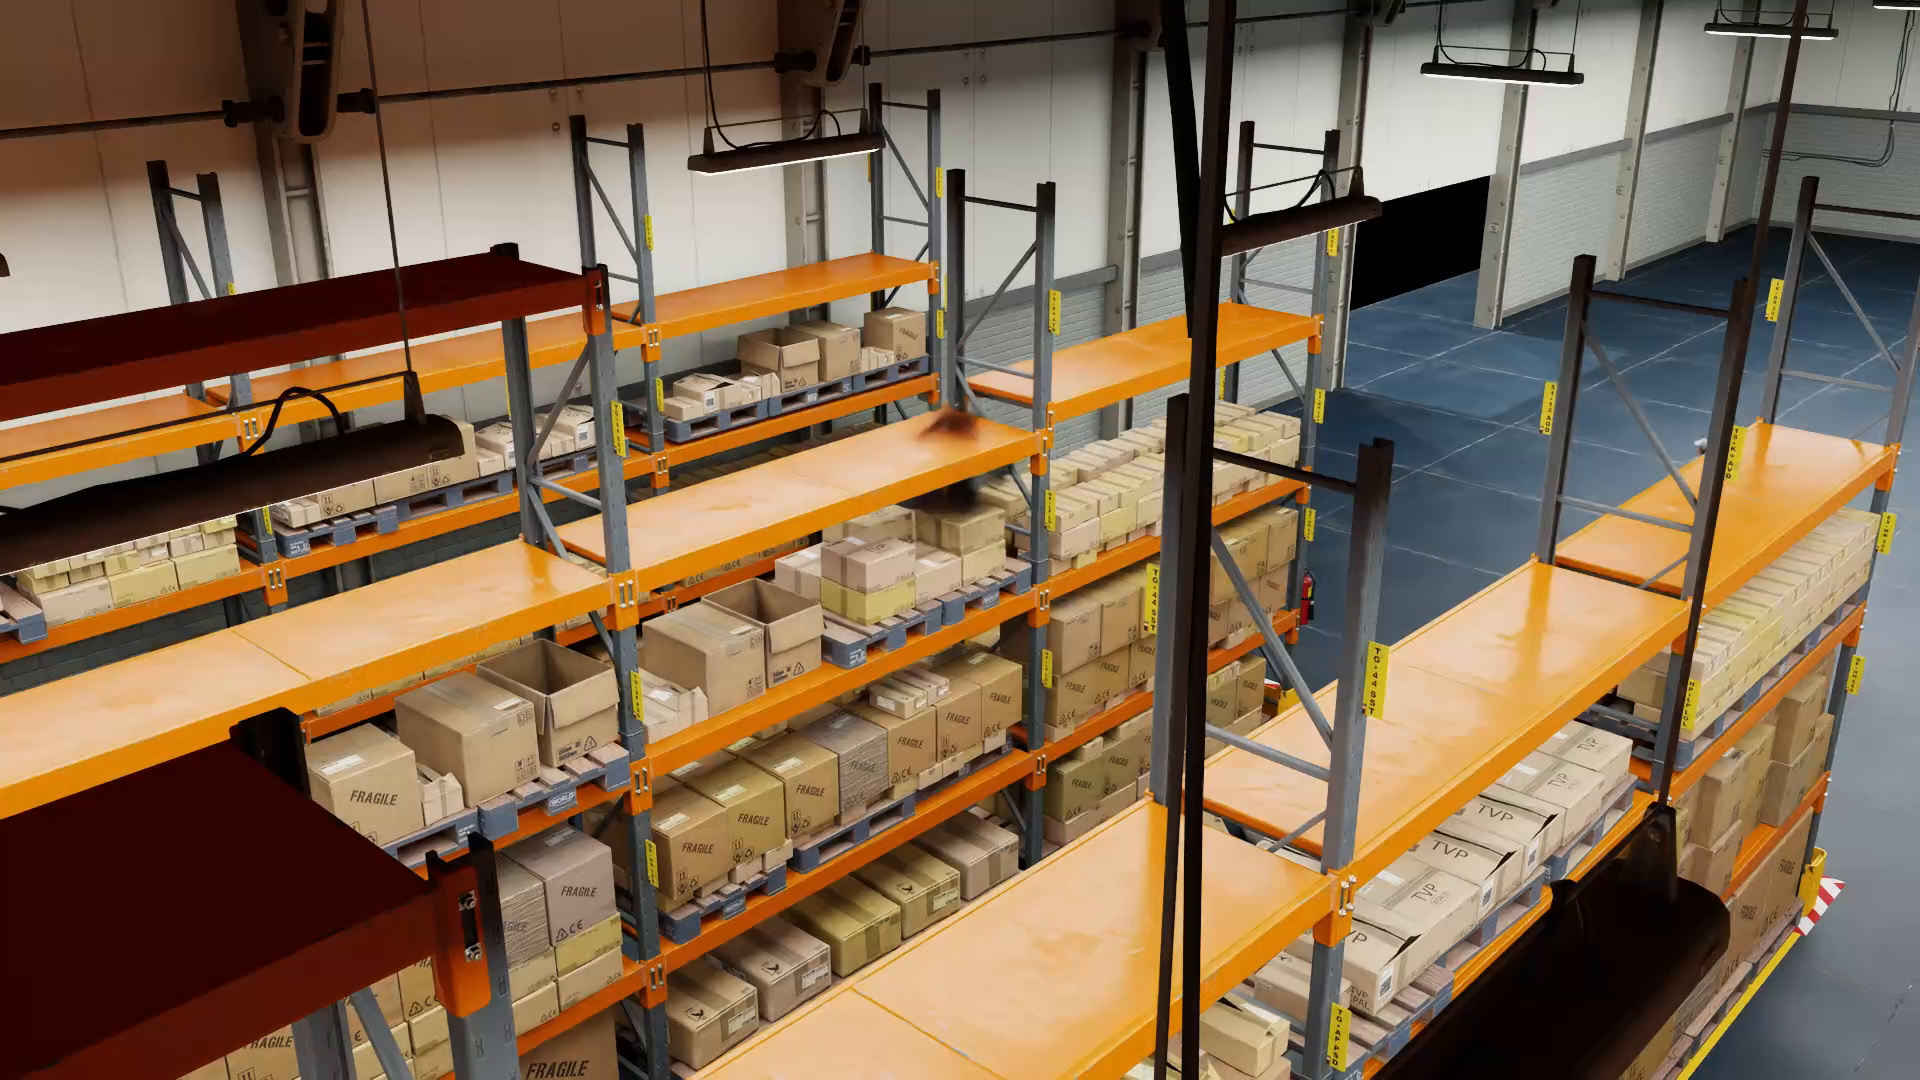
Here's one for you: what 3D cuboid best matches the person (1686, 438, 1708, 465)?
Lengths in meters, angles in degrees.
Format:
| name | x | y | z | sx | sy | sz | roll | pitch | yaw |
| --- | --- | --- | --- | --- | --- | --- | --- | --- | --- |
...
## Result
| name | x | y | z | sx | sy | sz | roll | pitch | yaw |
| --- | --- | --- | --- | --- | --- | --- | --- | --- | --- |
| person | 9.259 | -0.434 | 20.818 | 0.580 | 1.711 | 0.855 | -4 | 22 | -10 |
